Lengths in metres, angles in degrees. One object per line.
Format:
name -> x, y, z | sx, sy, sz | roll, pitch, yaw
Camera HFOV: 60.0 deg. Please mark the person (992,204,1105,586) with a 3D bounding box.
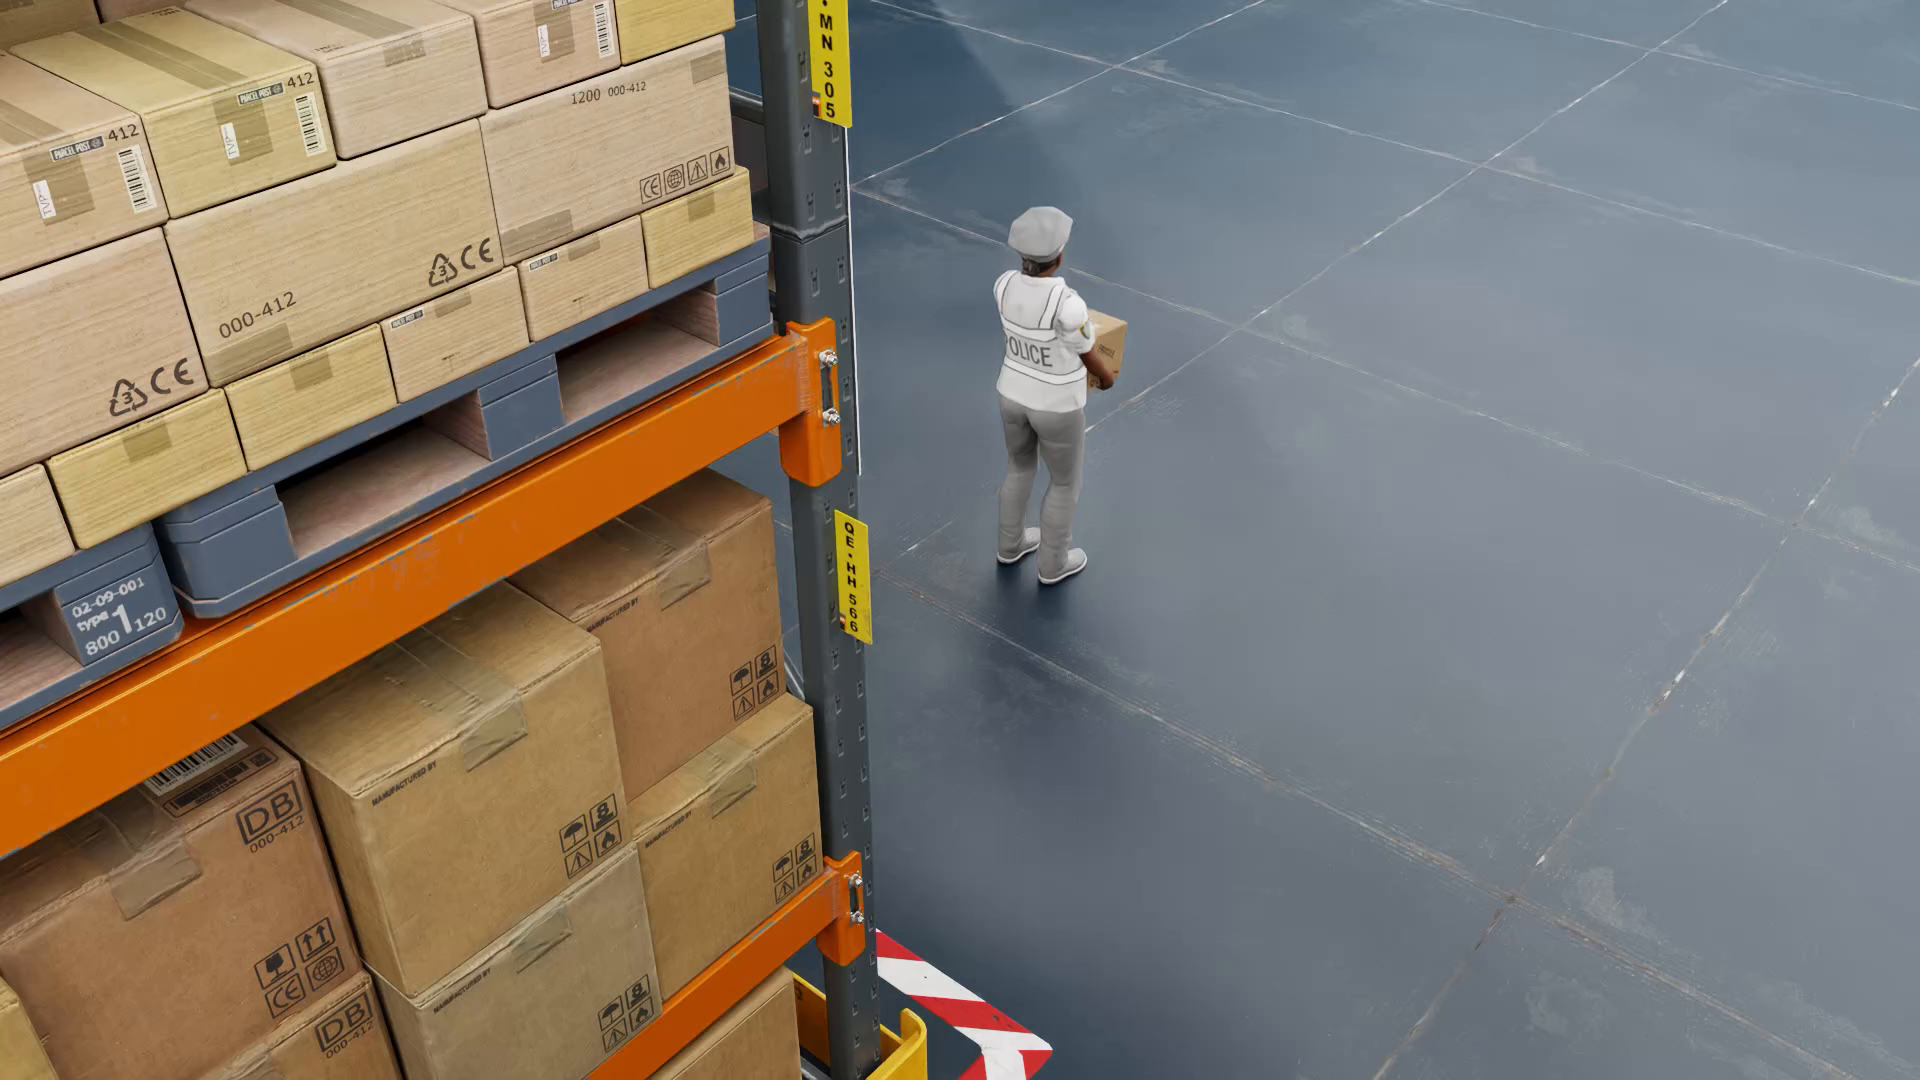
person -> 0.368, -0.608, 6.983 | 0.474, 1.687, 0.454 | 25, 42, 31
